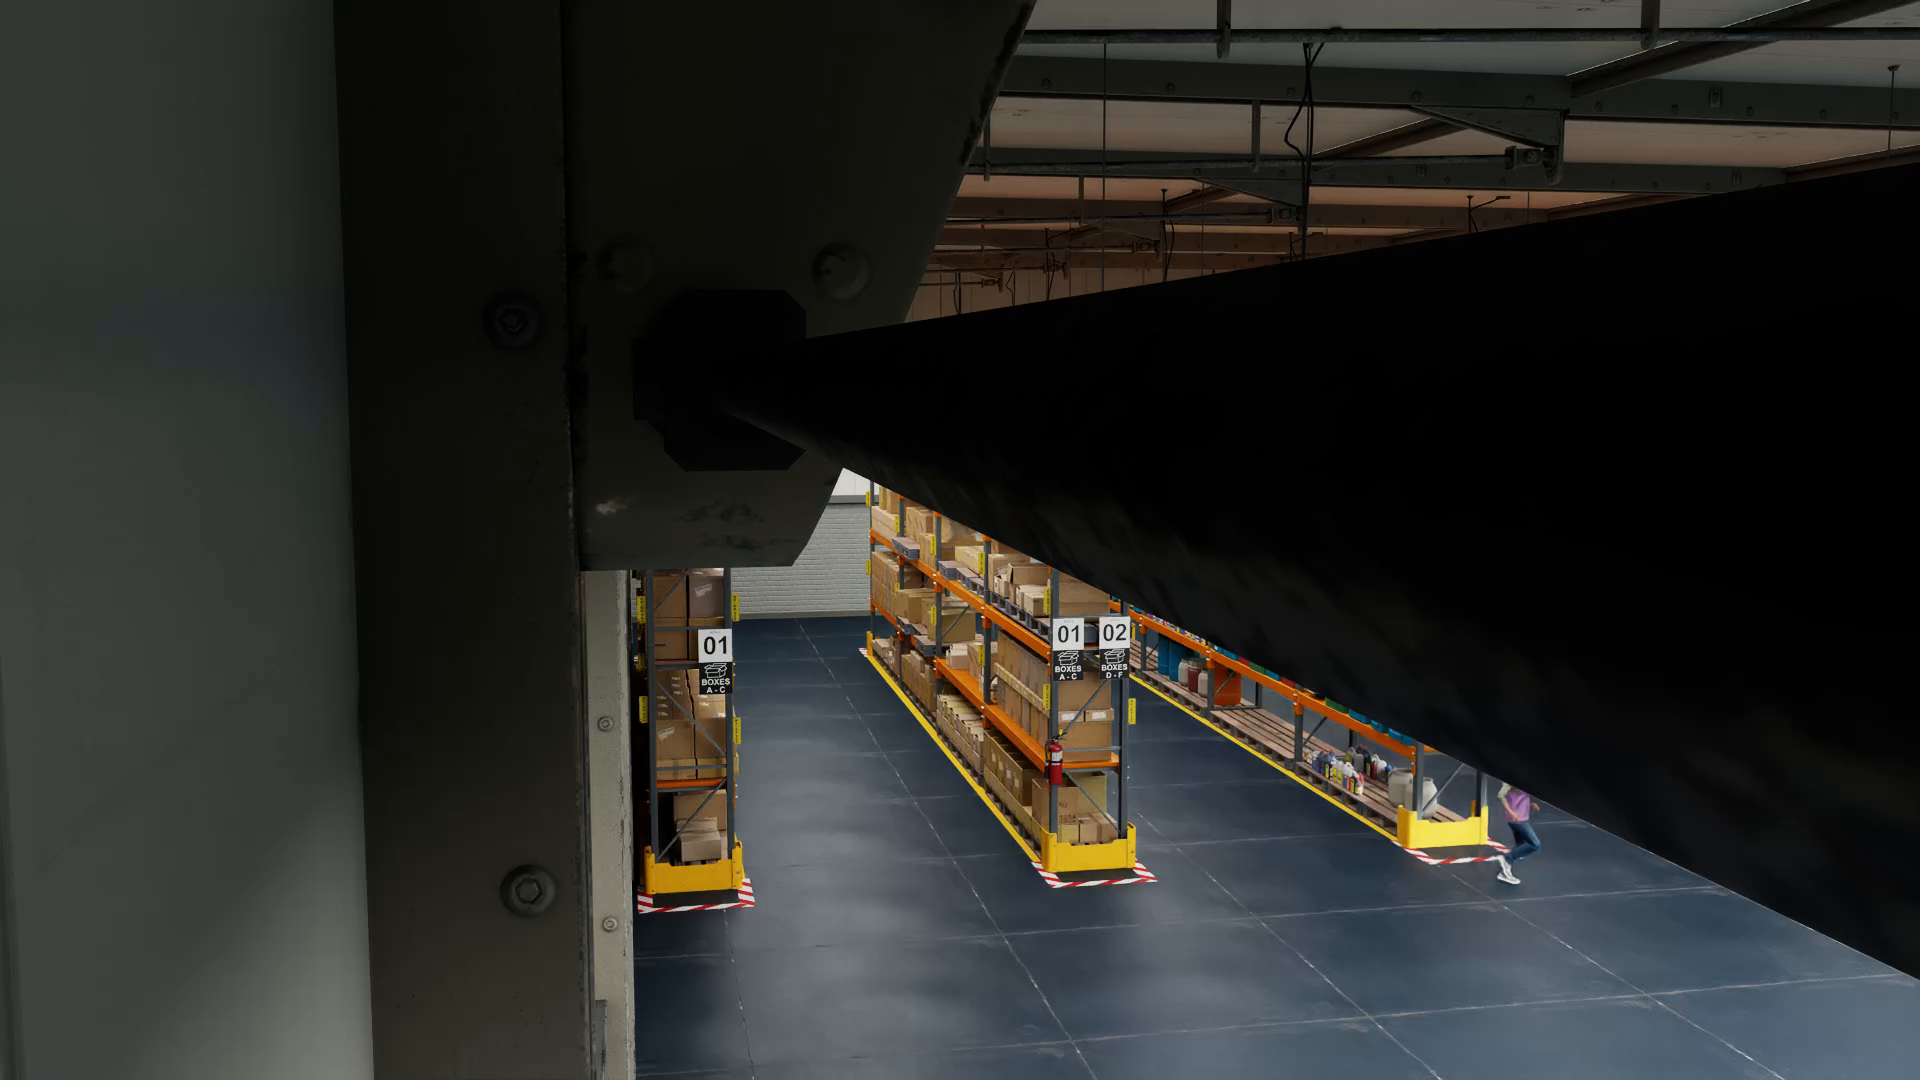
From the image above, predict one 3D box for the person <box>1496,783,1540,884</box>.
[{"bbox_3d":[6.858,3.470,20.388,0.503,1.494,0.535,2,6,20],"label":"person"}]
